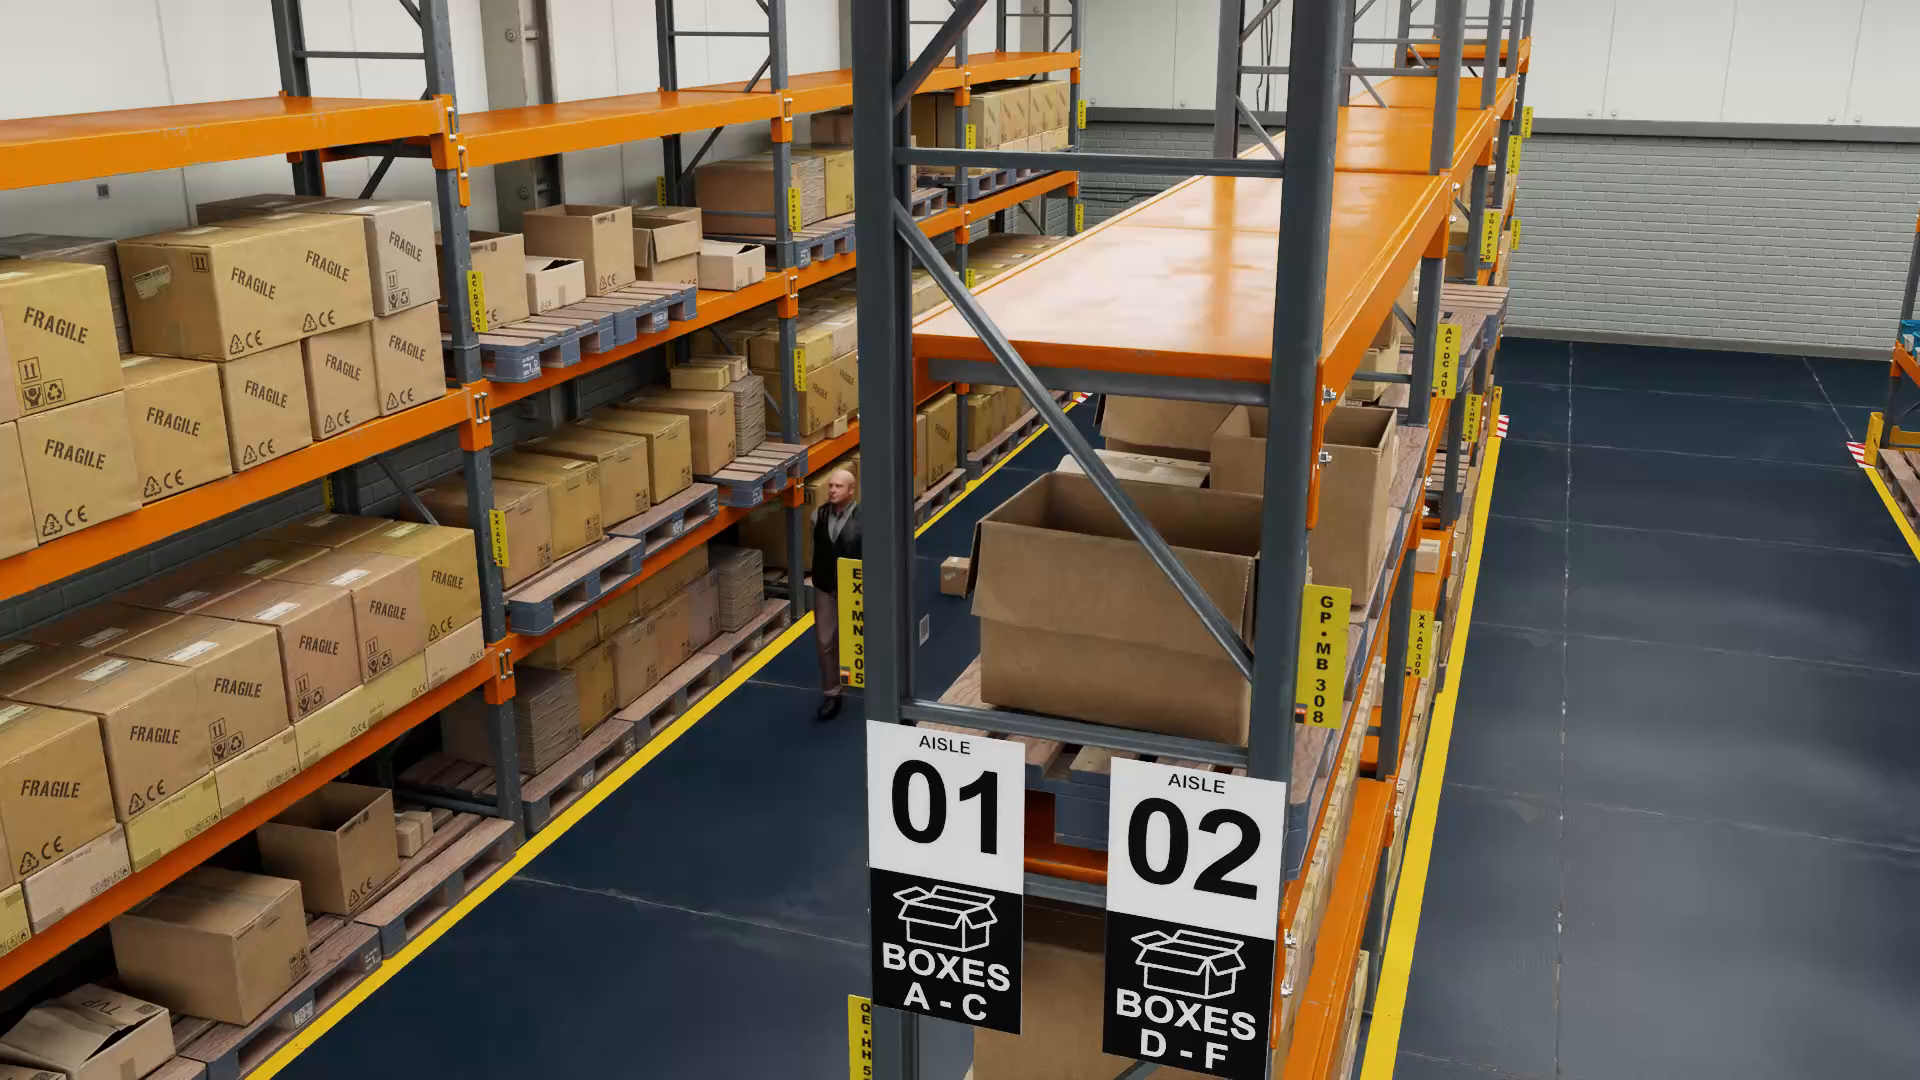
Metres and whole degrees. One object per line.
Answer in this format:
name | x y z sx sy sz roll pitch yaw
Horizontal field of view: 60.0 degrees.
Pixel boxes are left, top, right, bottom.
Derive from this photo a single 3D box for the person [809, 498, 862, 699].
person | -0.783 0.392 11.600 0.535 1.447 0.582 5 19 16
